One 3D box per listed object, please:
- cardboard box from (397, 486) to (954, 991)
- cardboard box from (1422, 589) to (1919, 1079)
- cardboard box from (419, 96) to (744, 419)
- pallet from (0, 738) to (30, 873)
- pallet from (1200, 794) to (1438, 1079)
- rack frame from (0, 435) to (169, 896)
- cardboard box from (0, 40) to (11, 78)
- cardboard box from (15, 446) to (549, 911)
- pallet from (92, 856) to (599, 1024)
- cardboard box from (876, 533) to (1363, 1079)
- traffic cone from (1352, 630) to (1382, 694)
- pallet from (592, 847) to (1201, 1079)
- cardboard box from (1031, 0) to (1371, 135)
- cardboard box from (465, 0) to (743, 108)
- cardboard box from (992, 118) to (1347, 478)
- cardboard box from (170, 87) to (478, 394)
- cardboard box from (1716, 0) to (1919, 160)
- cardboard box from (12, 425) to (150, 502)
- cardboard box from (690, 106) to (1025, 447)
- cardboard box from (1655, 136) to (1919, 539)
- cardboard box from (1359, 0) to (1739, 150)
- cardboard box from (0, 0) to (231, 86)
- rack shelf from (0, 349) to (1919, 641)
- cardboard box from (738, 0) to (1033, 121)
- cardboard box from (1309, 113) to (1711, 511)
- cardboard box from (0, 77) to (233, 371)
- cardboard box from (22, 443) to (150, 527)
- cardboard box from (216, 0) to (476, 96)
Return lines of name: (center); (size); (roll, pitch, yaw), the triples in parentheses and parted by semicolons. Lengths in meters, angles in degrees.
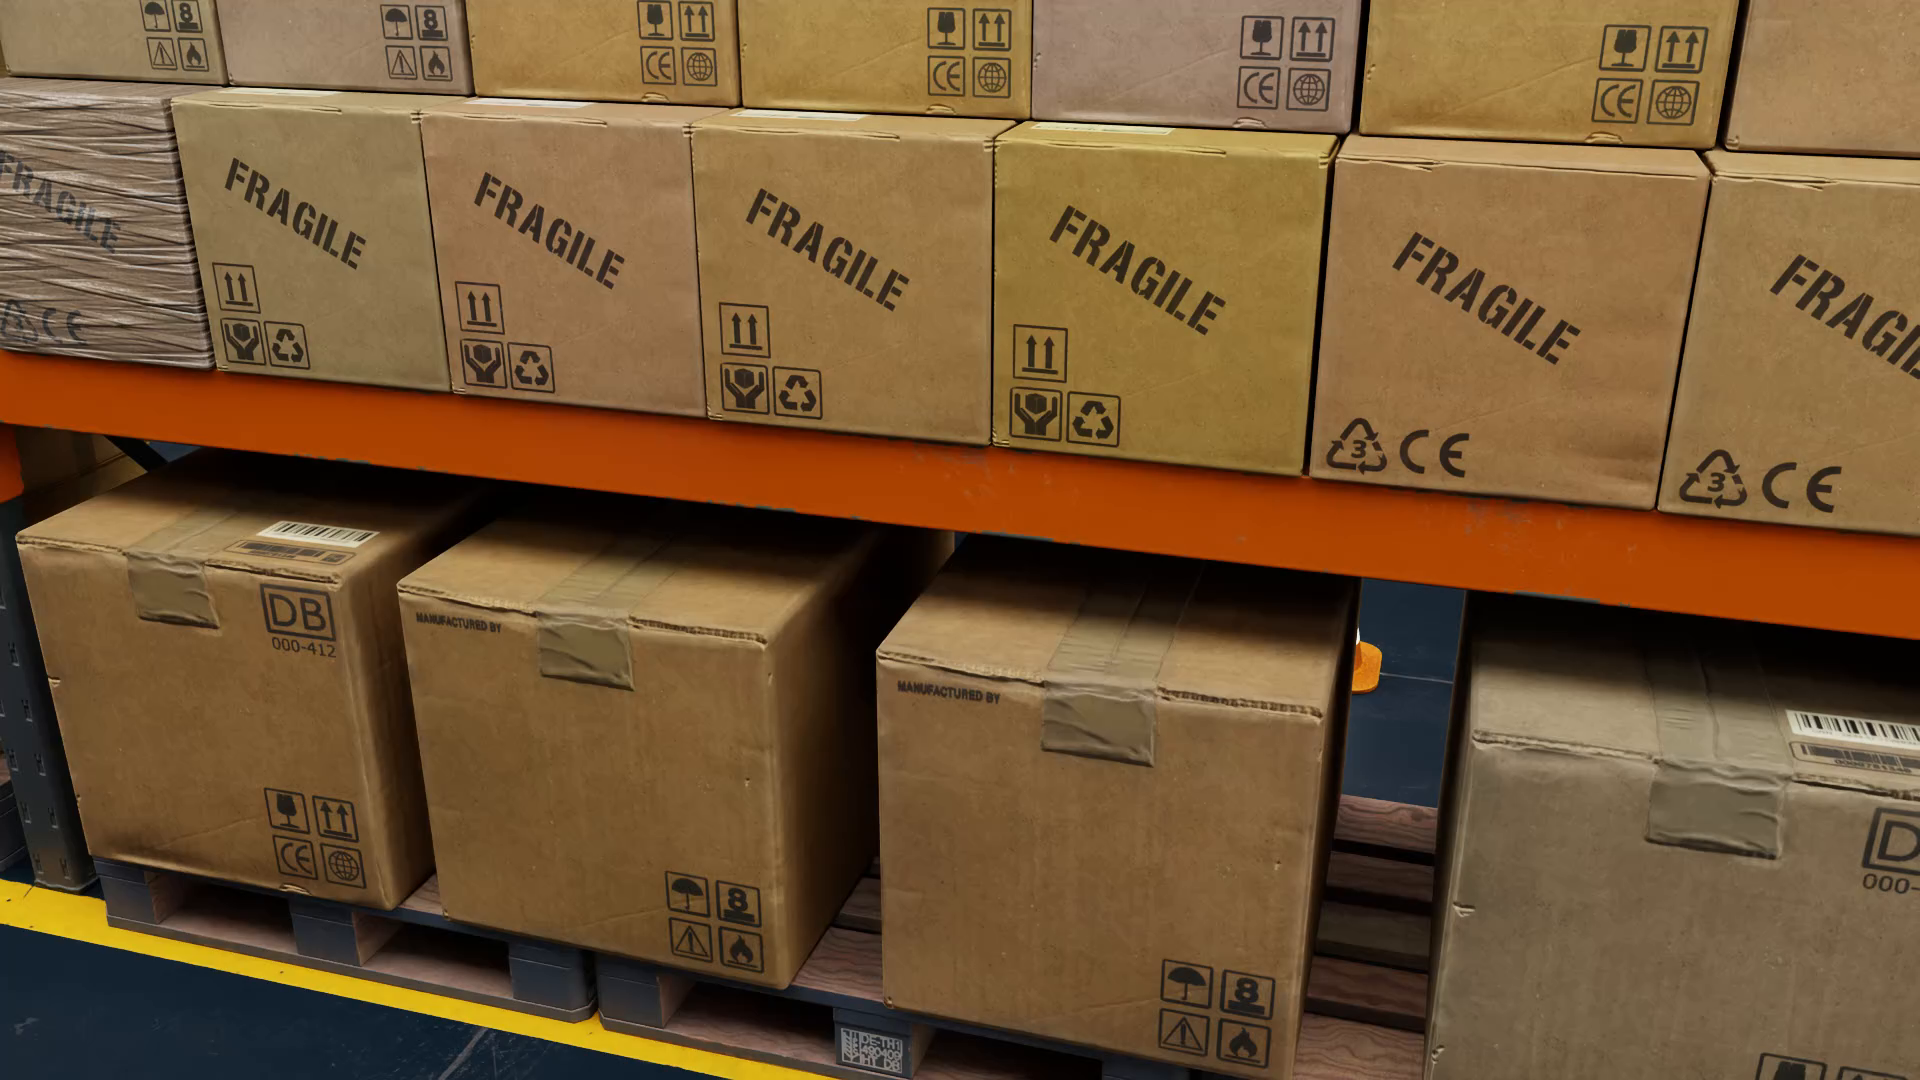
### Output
cardboard box: (-0.526, 0.276, 3.555); (0.750, 0.750, 1.050); (7, 23, 16)
cardboard box: (1.288, 0.485, 3.045); (0.750, 0.750, 1.050); (6, 23, 15)
cardboard box: (-0.599, -0.553, 3.034); (0.500, 0.500, 0.500); (7, 23, 15)
pallet: (-2.669, 0.440, 4.420); (1.213, 0.211, 1.003); (7, 23, 16)
pallet: (1.148, 0.907, 3.281); (1.213, 0.211, 1.003); (7, 23, 16)
rack frame: (-1.921, -0.764, 3.681); (0.127, 3.000, 1.000); (7, 23, 16)
cardboard box: (-2.326, -1.106, 3.899); (0.250, 0.149, 0.380); (8, 24, 18)
cardboard box: (-1.364, 0.182, 3.786); (0.750, 0.750, 1.050); (6, 23, 15)
pallet: (-1.188, 0.640, 3.933); (1.213, 0.211, 1.003); (7, 23, 16)
cardboard box: (0.365, 0.378, 3.307); (0.750, 0.750, 1.050); (7, 23, 15)
traffic cone: (1.060, 0.152, 4.789); (0.334, 0.463, 0.336); (7, 23, 16)
pallet: (-0.024, 0.774, 3.605); (1.213, 0.211, 1.003); (7, 23, 16)
cardboard box: (0.454, -0.998, 2.802); (0.500, 0.500, 0.700); (7, 23, 16)
cardboard box: (-0.518, -1.110, 3.074); (0.500, 0.500, 0.700); (6, 23, 15)
cardboard box: (0.364, -0.443, 2.766); (0.500, 0.500, 0.500); (7, 23, 16)
cardboard box: (-1.082, -0.609, 3.170); (0.500, 0.500, 0.500); (6, 23, 15)
cardboard box: (1.431, -0.887, 2.531); (0.500, 0.500, 0.700); (6, 23, 15)
cardboard box: (-2.512, -0.313, 4.332); (0.500, 0.250, 0.500); (5, 23, 13)
cardboard box: (-0.123, -0.498, 2.899); (0.500, 0.500, 0.500); (6, 23, 15)
cardboard box: (1.331, -0.332, 2.496); (0.500, 0.500, 0.500); (6, 23, 15)
cardboard box: (0.938, -0.943, 2.666); (0.500, 0.500, 0.700); (6, 23, 15)
cardboard box: (-1.494, -1.220, 3.343); (0.500, 0.500, 0.700); (6, 23, 15)
rack shelf: (-0.007, -0.212, 3.283); (4.000, 0.370, 1.077); (7, 23, 16)
cardboard box: (-0.029, -1.054, 2.938); (0.500, 0.500, 0.700); (6, 23, 15)
cardboard box: (0.848, -0.388, 2.631); (0.500, 0.500, 0.500); (6, 23, 15)
cardboard box: (-1.570, -0.663, 3.303); (0.500, 0.500, 0.500); (7, 23, 16)
cardboard box: (-2.525, 0.028, 4.491); (0.500, 0.500, 0.500); (6, 23, 13)
cardboard box: (-1.010, -1.165, 3.210); (0.500, 0.500, 0.700); (6, 23, 15)
